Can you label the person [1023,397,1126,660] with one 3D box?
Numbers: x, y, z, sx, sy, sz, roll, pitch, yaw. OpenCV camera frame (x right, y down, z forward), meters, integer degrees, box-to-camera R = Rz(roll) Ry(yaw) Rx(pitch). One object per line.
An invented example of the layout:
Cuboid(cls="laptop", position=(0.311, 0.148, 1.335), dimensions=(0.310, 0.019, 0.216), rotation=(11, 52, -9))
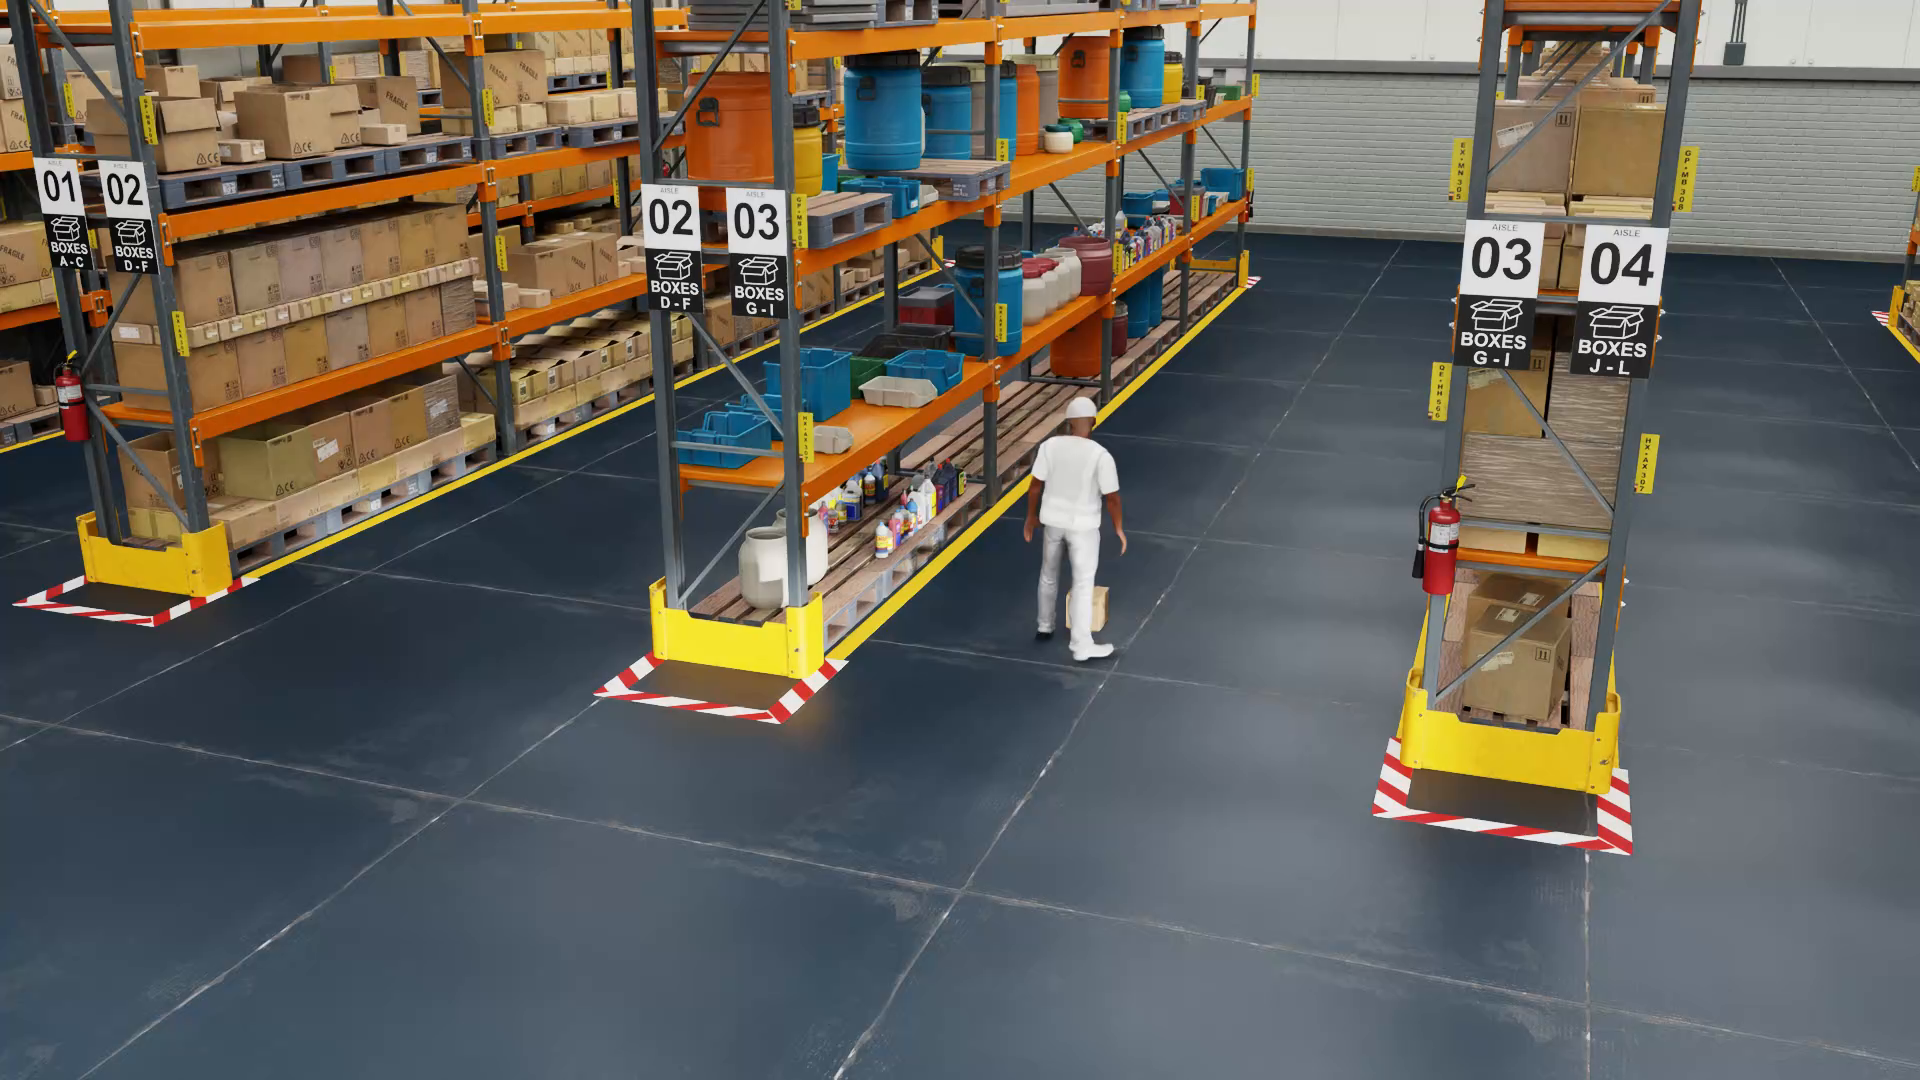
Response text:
Cuboid(cls="person", position=(0.768, -0.102, 11.331), dimensions=(0.728, 1.784, 0.581), rotation=(12, 22, 31))
